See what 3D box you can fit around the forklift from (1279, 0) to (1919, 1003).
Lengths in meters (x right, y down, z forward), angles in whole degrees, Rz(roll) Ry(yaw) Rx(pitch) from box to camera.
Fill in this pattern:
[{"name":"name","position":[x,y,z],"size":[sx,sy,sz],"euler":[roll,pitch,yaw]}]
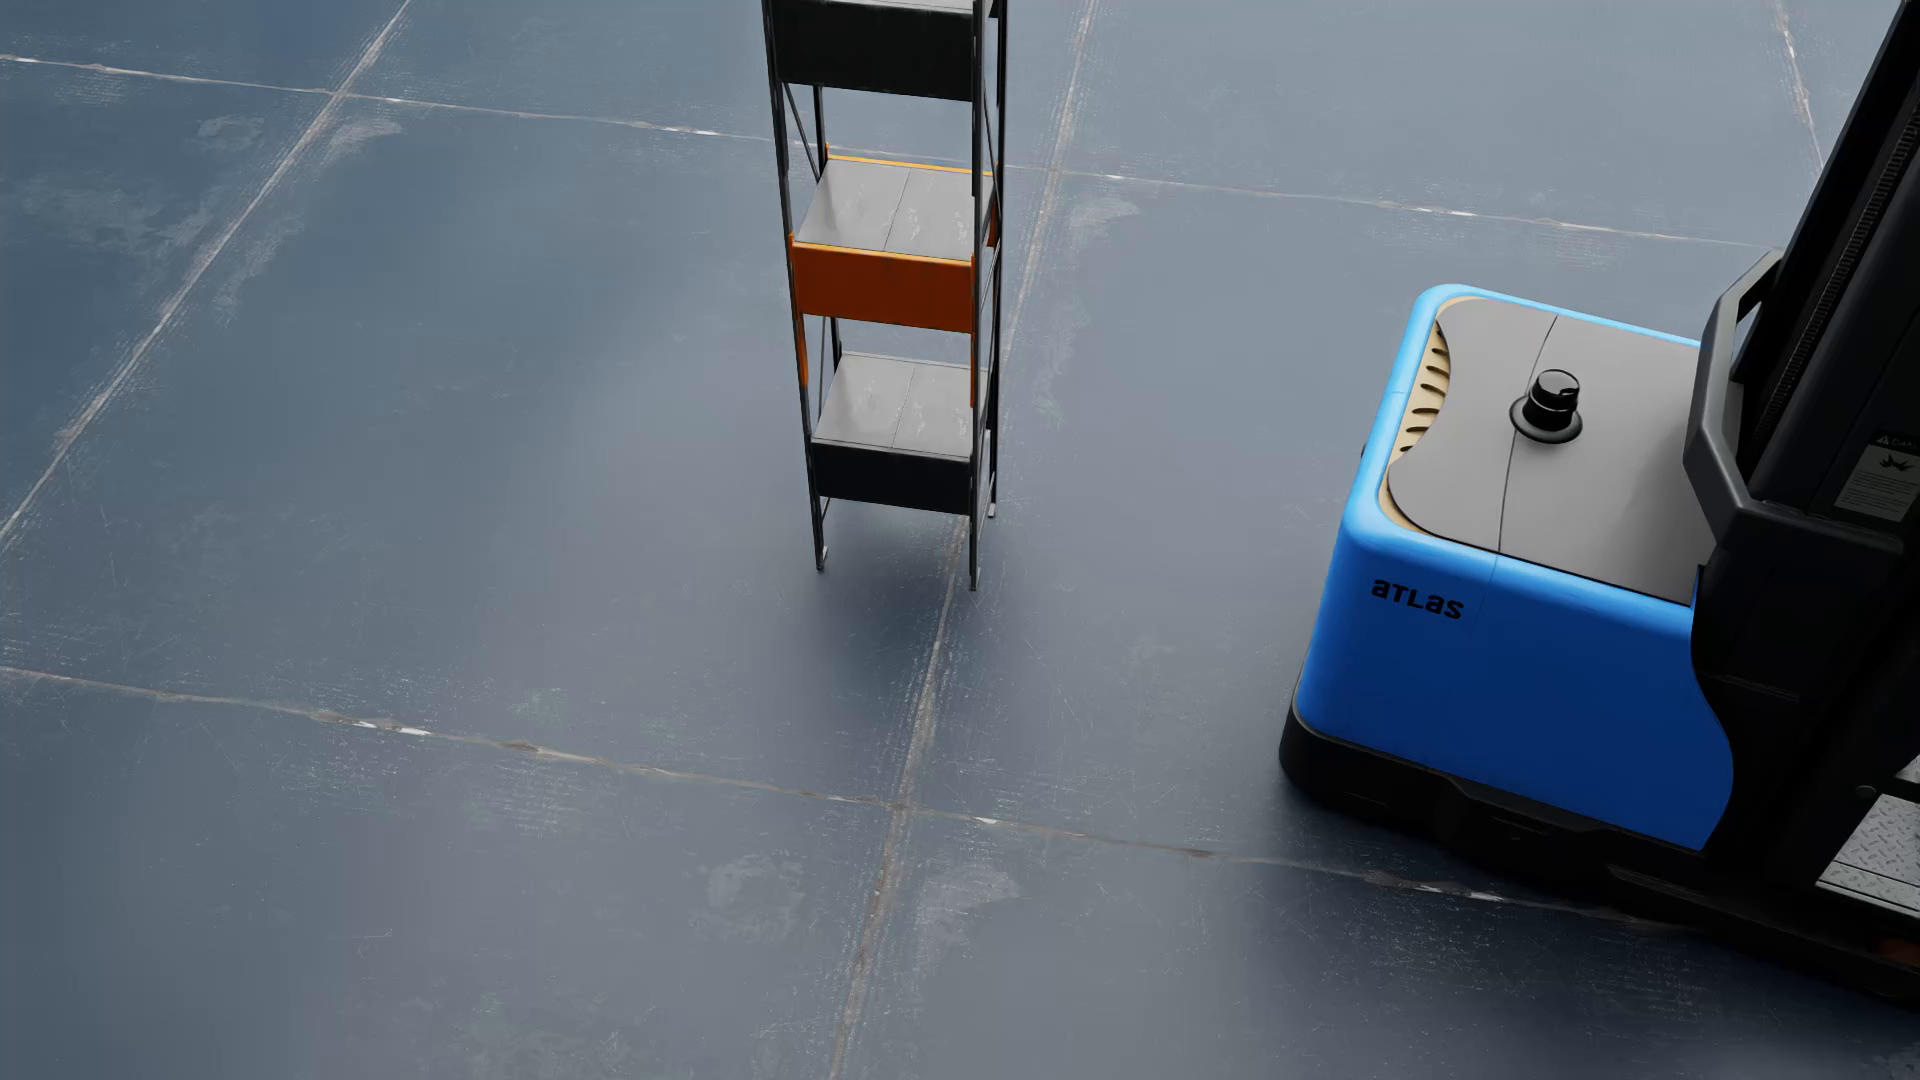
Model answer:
[{"name":"forklift","position":[2.453,-0.222,3.479],"size":[3.031,2.935,1.130],"euler":[17,50,14]}]

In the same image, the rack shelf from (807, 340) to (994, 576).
[{"name":"rack shelf","position":[-0.163,-0.247,5.019],"size":[0.480,0.518,0.431],"euler":[8,49,7]}]

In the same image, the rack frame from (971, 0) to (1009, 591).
[{"name":"rack frame","position":[0.077,-0.691,4.460],"size":[0.015,2.100,0.400],"euler":[8,49,7]}]

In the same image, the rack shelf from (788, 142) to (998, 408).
[{"name":"rack shelf","position":[-0.163,-0.715,4.499],"size":[0.480,0.518,0.431],"euler":[8,49,7]}]

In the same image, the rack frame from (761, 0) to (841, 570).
[{"name":"rack frame","position":[-0.403,-0.756,4.518],"size":[0.015,2.100,0.400],"euler":[8,49,7]}]

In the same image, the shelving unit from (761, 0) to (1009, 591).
[{"name":"shelving unit","position":[-0.163,-0.724,4.489],"size":[0.503,2.100,0.431],"euler":[8,49,7]}]

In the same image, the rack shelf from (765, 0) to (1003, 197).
[{"name":"rack shelf","position":[-0.163,-1.182,3.978],"size":[0.480,0.518,0.431],"euler":[8,49,7]}]
